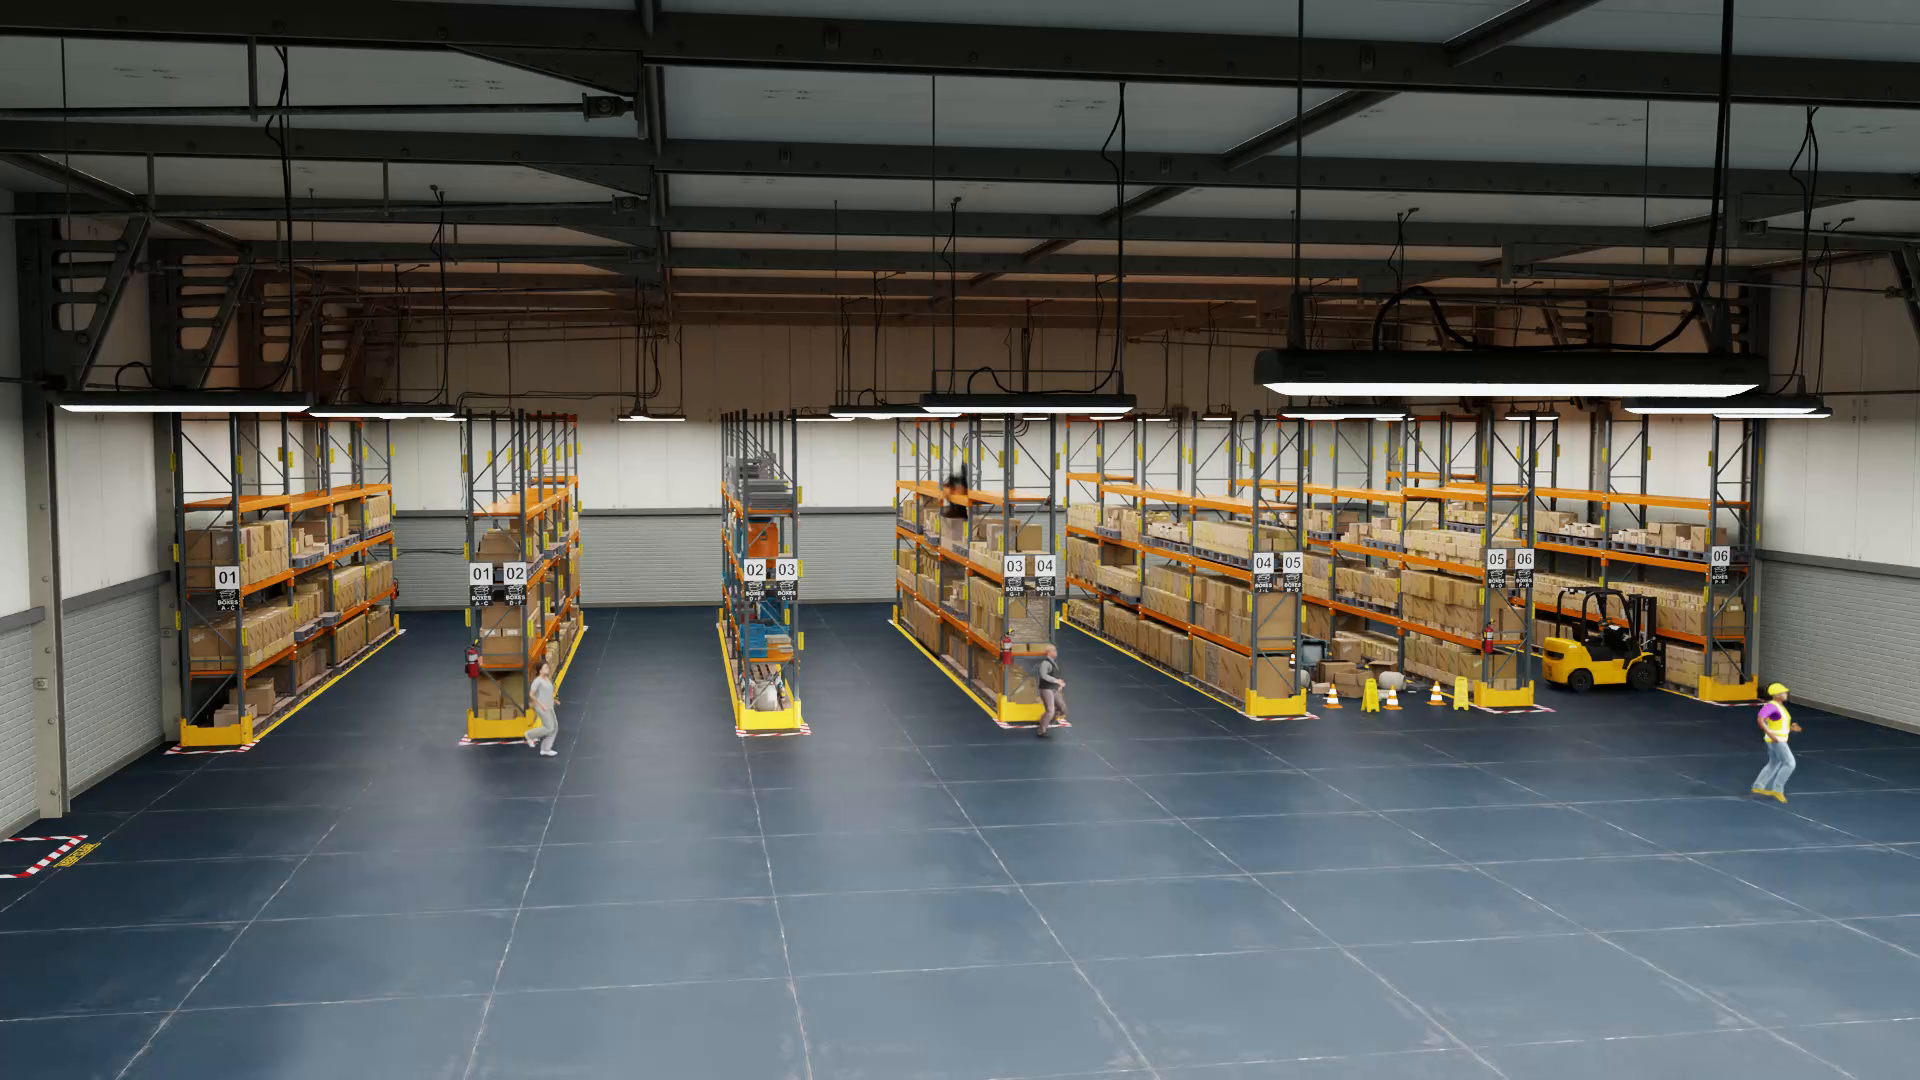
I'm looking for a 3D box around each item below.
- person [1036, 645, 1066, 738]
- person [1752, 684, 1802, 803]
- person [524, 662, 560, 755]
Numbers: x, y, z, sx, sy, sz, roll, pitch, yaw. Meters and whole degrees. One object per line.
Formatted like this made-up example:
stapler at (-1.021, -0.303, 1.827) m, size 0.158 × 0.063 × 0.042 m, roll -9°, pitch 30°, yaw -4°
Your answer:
person at (1.719, 2.764, 30.456) m, size 0.568 × 1.674 × 0.709 m, roll 2°, pitch 4°, yaw 21°
person at (12.434, 3.098, 25.309) m, size 0.653 × 1.829 × 0.685 m, roll 2°, pitch 5°, yaw 30°
person at (-7.234, 2.913, 28.762) m, size 0.577 × 1.616 × 0.575 m, roll 1°, pitch 4°, yaw 15°
